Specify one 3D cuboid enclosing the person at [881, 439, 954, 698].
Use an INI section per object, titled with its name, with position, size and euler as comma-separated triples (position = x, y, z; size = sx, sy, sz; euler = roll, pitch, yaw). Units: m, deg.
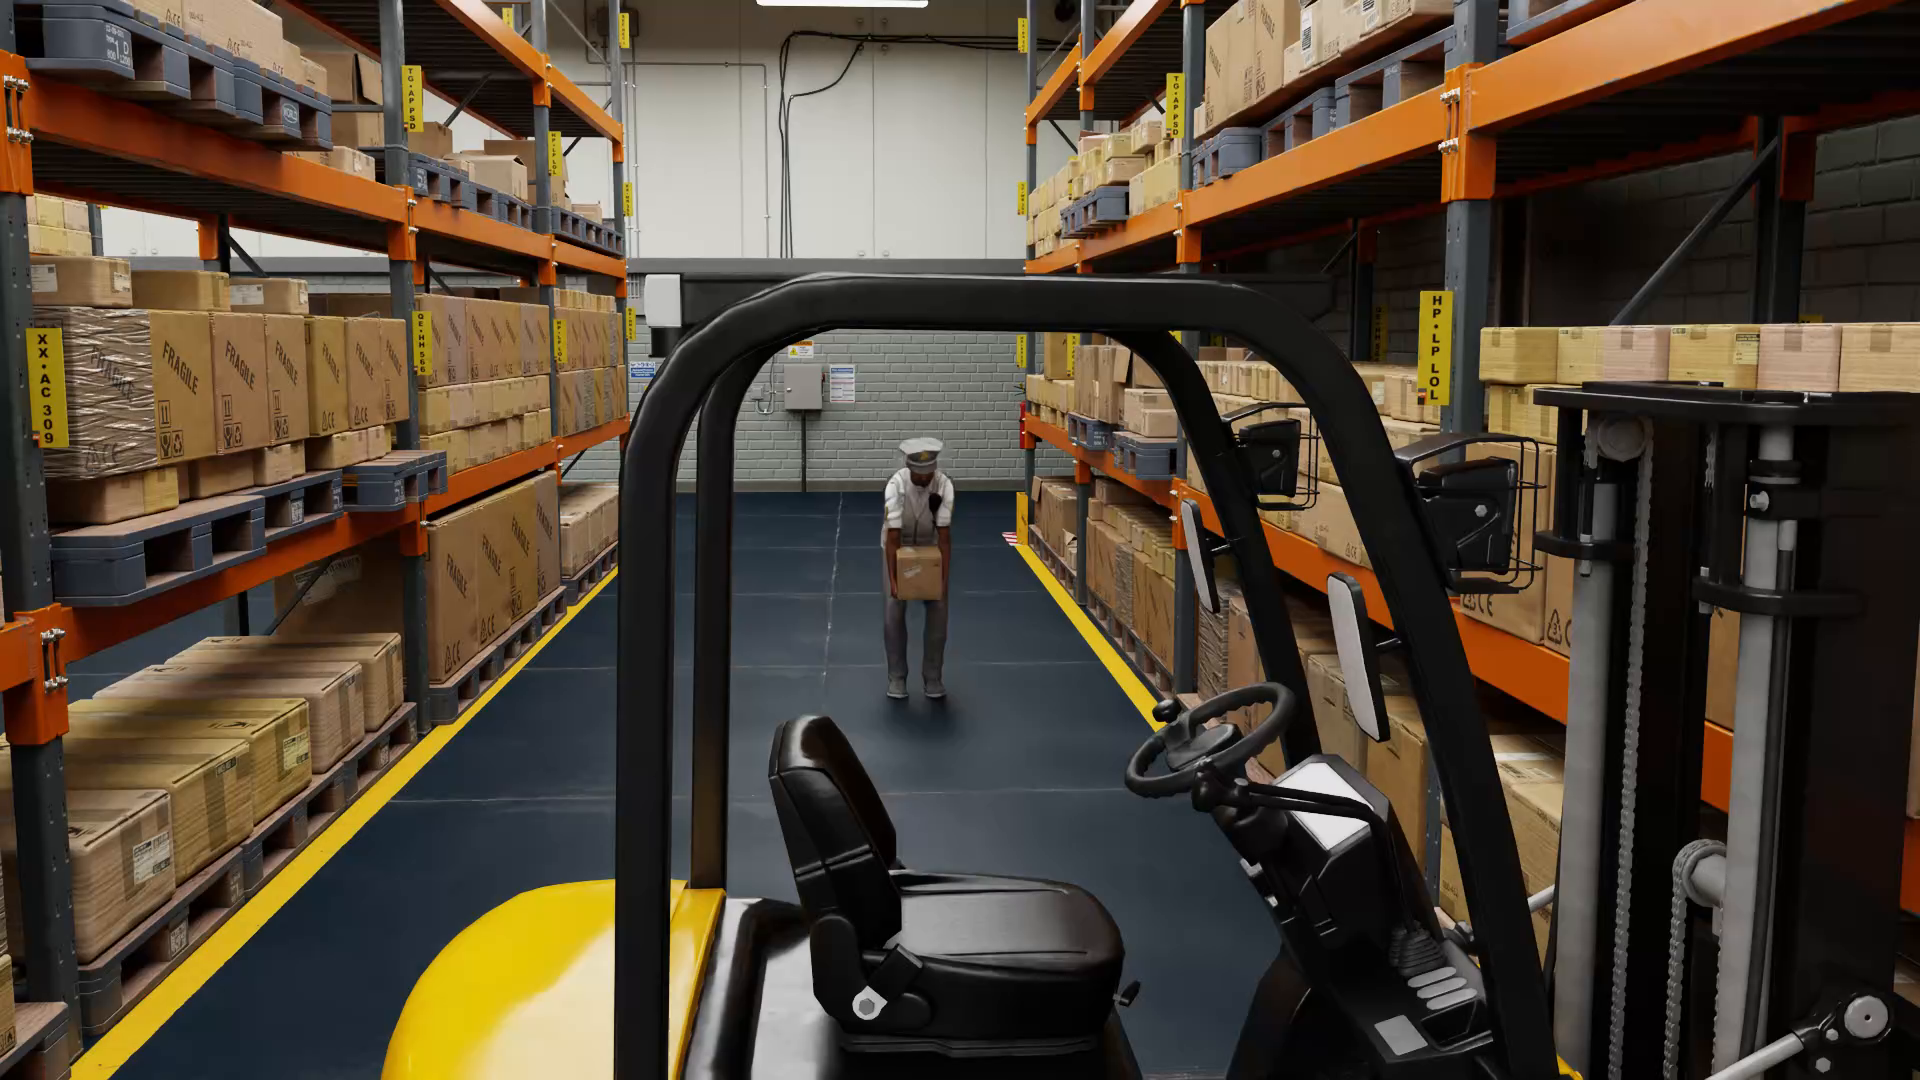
[person]
position = -0.243, 0.165, 9.553
size = 0.411, 1.514, 0.717
euler = -1, 7, -5
